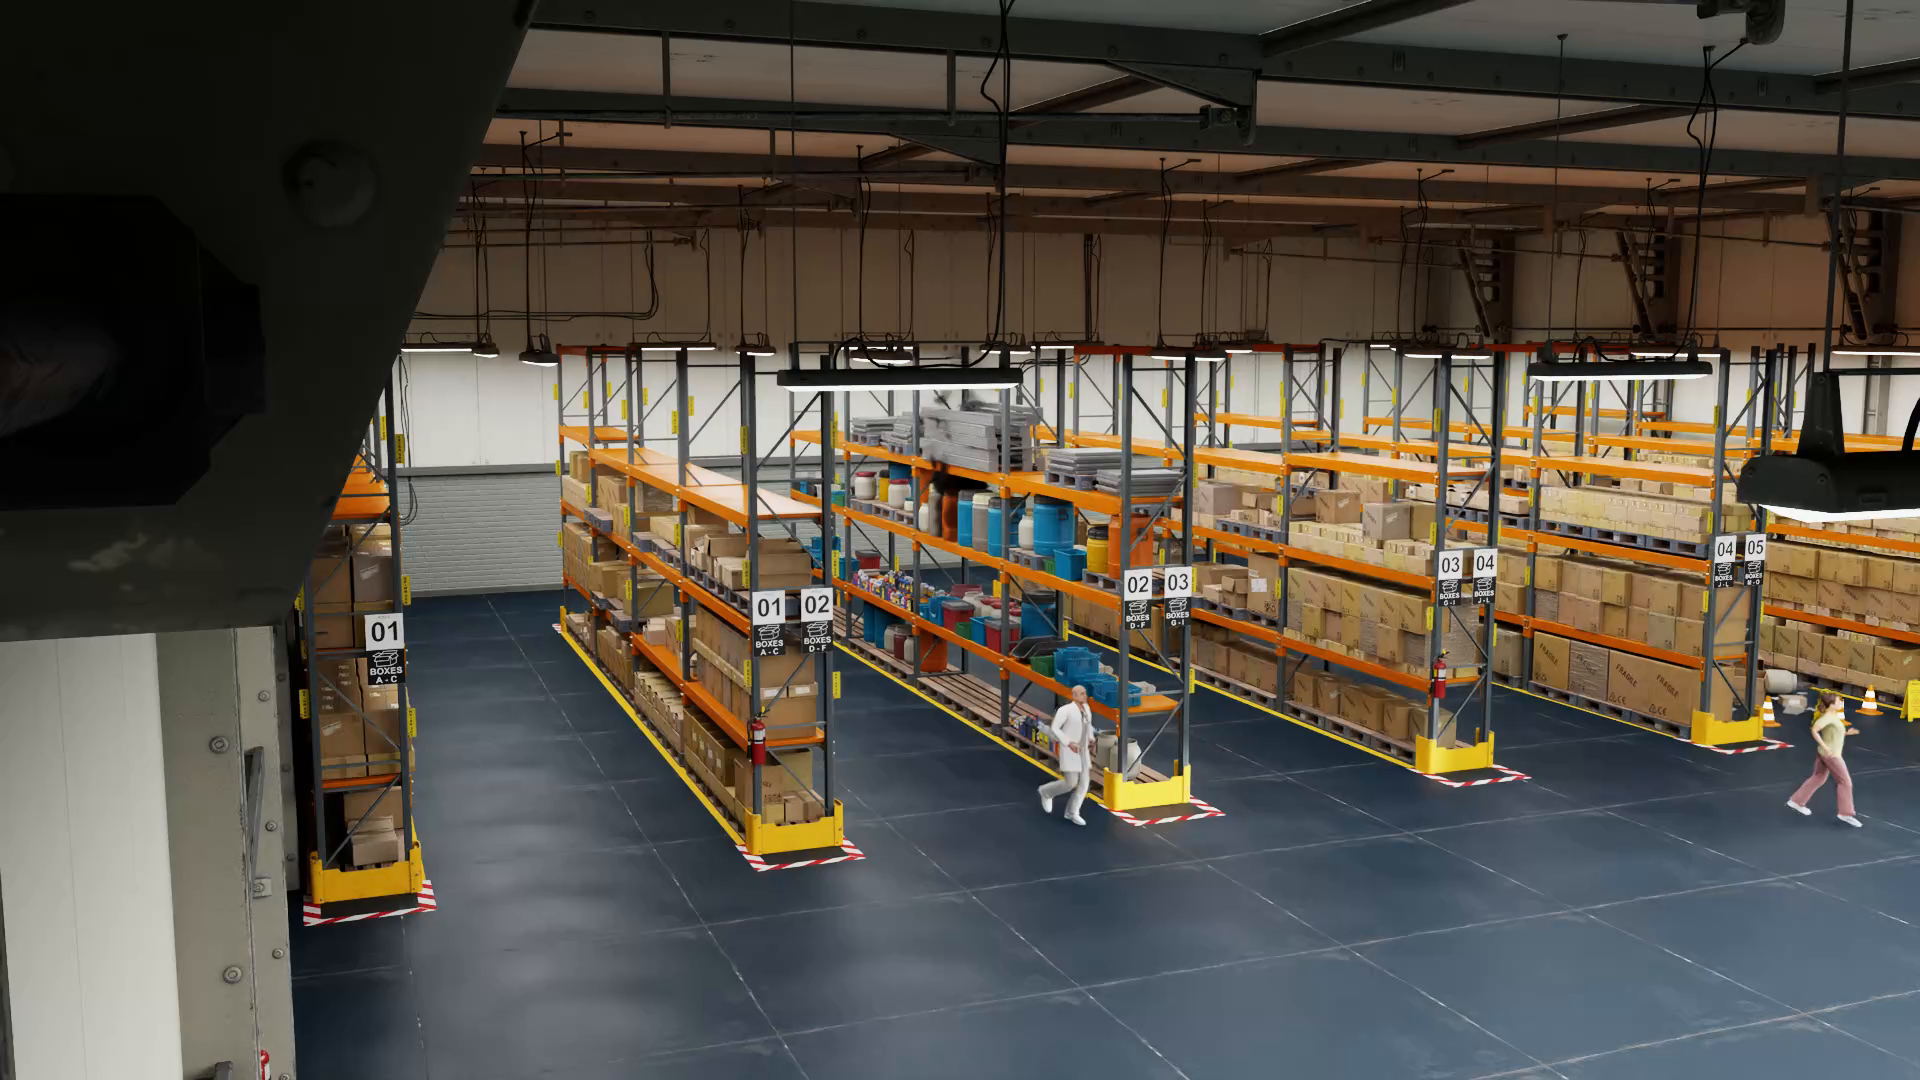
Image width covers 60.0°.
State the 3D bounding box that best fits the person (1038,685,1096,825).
[{"bbox_3d":[1.495,2.749,21.557,0.742,1.749,0.699,-7,10,-44],"label":"person"}]

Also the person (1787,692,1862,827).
[{"bbox_3d":[11.128,2.788,21.320,0.873,1.703,0.560,2,8,18],"label":"person"}]
